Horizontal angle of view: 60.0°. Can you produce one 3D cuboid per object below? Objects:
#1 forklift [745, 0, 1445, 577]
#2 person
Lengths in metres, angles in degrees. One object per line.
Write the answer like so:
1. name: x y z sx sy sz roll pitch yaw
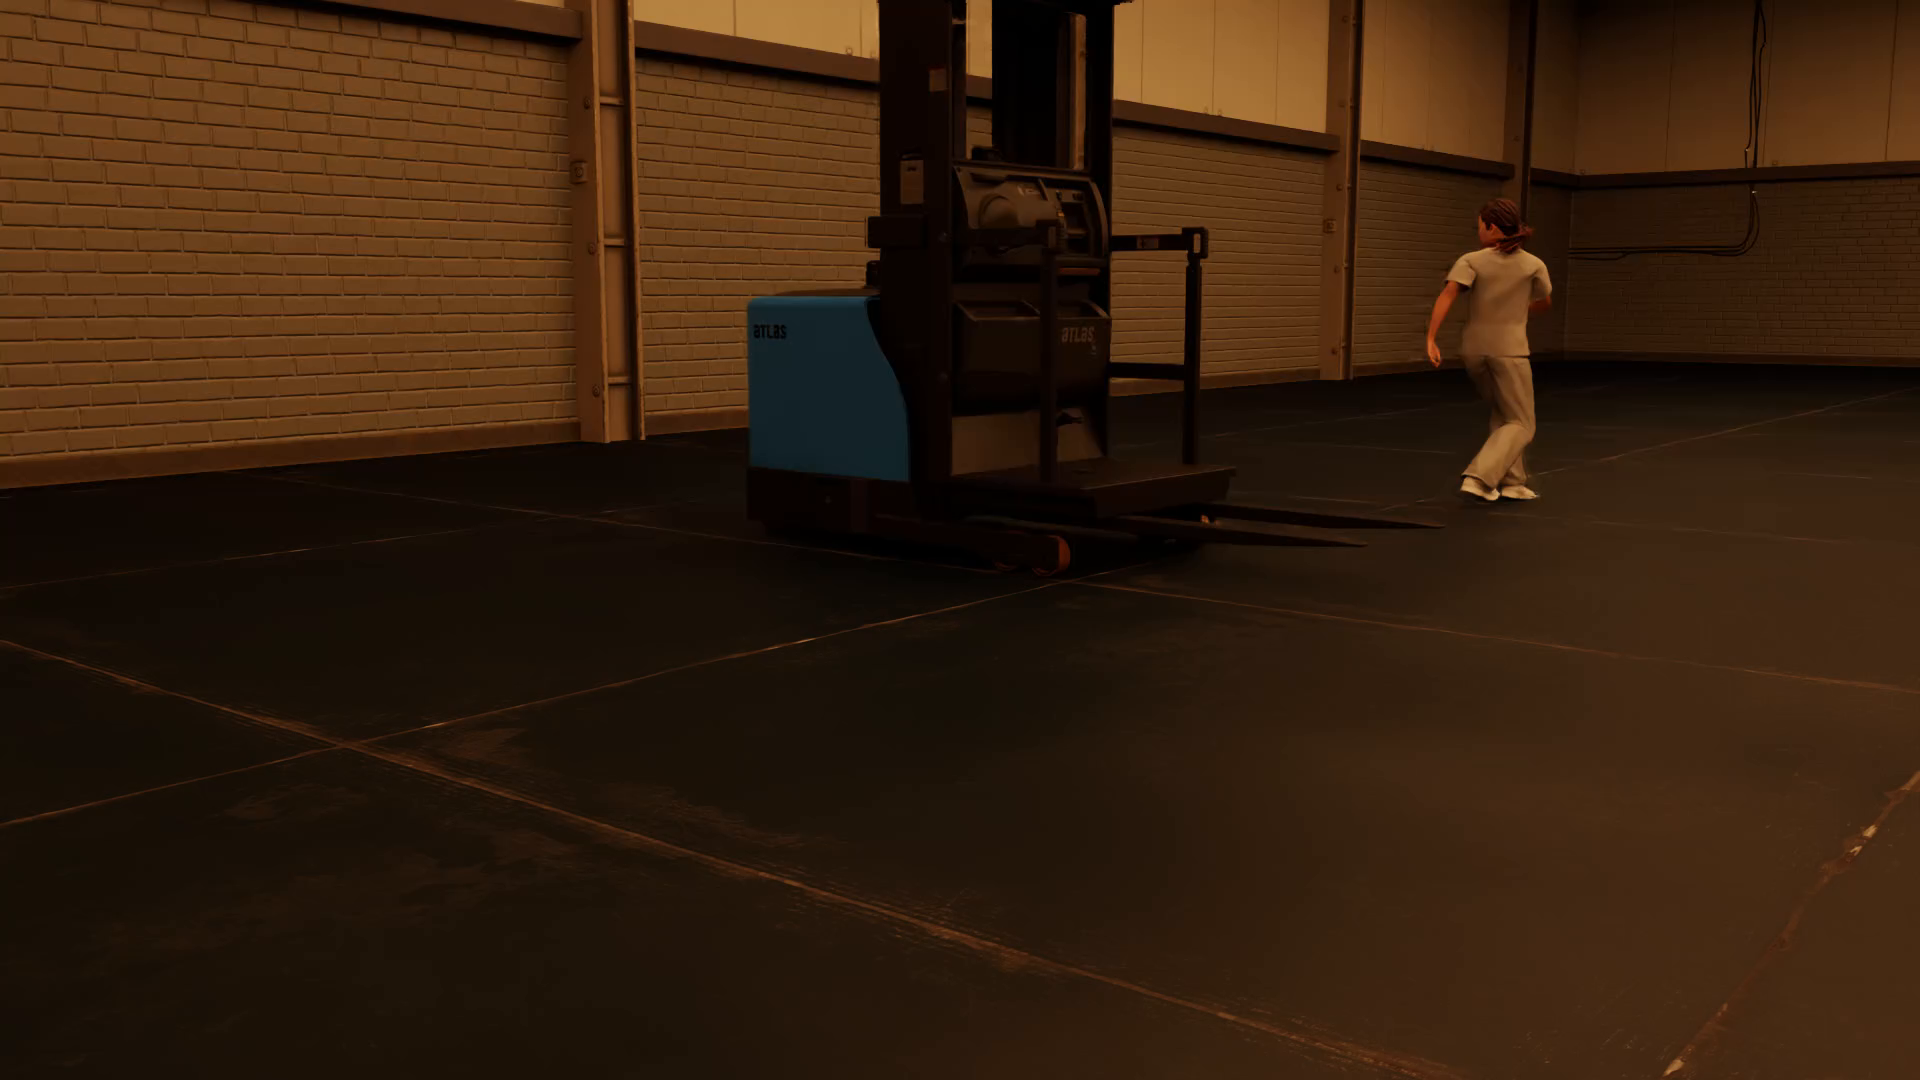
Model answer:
1. forklift: 0.464 -1.393 6.799 3.031 2.935 1.130 7 11 41
2. person: 2.793 -0.969 8.658 0.471 1.595 0.852 7 11 38
